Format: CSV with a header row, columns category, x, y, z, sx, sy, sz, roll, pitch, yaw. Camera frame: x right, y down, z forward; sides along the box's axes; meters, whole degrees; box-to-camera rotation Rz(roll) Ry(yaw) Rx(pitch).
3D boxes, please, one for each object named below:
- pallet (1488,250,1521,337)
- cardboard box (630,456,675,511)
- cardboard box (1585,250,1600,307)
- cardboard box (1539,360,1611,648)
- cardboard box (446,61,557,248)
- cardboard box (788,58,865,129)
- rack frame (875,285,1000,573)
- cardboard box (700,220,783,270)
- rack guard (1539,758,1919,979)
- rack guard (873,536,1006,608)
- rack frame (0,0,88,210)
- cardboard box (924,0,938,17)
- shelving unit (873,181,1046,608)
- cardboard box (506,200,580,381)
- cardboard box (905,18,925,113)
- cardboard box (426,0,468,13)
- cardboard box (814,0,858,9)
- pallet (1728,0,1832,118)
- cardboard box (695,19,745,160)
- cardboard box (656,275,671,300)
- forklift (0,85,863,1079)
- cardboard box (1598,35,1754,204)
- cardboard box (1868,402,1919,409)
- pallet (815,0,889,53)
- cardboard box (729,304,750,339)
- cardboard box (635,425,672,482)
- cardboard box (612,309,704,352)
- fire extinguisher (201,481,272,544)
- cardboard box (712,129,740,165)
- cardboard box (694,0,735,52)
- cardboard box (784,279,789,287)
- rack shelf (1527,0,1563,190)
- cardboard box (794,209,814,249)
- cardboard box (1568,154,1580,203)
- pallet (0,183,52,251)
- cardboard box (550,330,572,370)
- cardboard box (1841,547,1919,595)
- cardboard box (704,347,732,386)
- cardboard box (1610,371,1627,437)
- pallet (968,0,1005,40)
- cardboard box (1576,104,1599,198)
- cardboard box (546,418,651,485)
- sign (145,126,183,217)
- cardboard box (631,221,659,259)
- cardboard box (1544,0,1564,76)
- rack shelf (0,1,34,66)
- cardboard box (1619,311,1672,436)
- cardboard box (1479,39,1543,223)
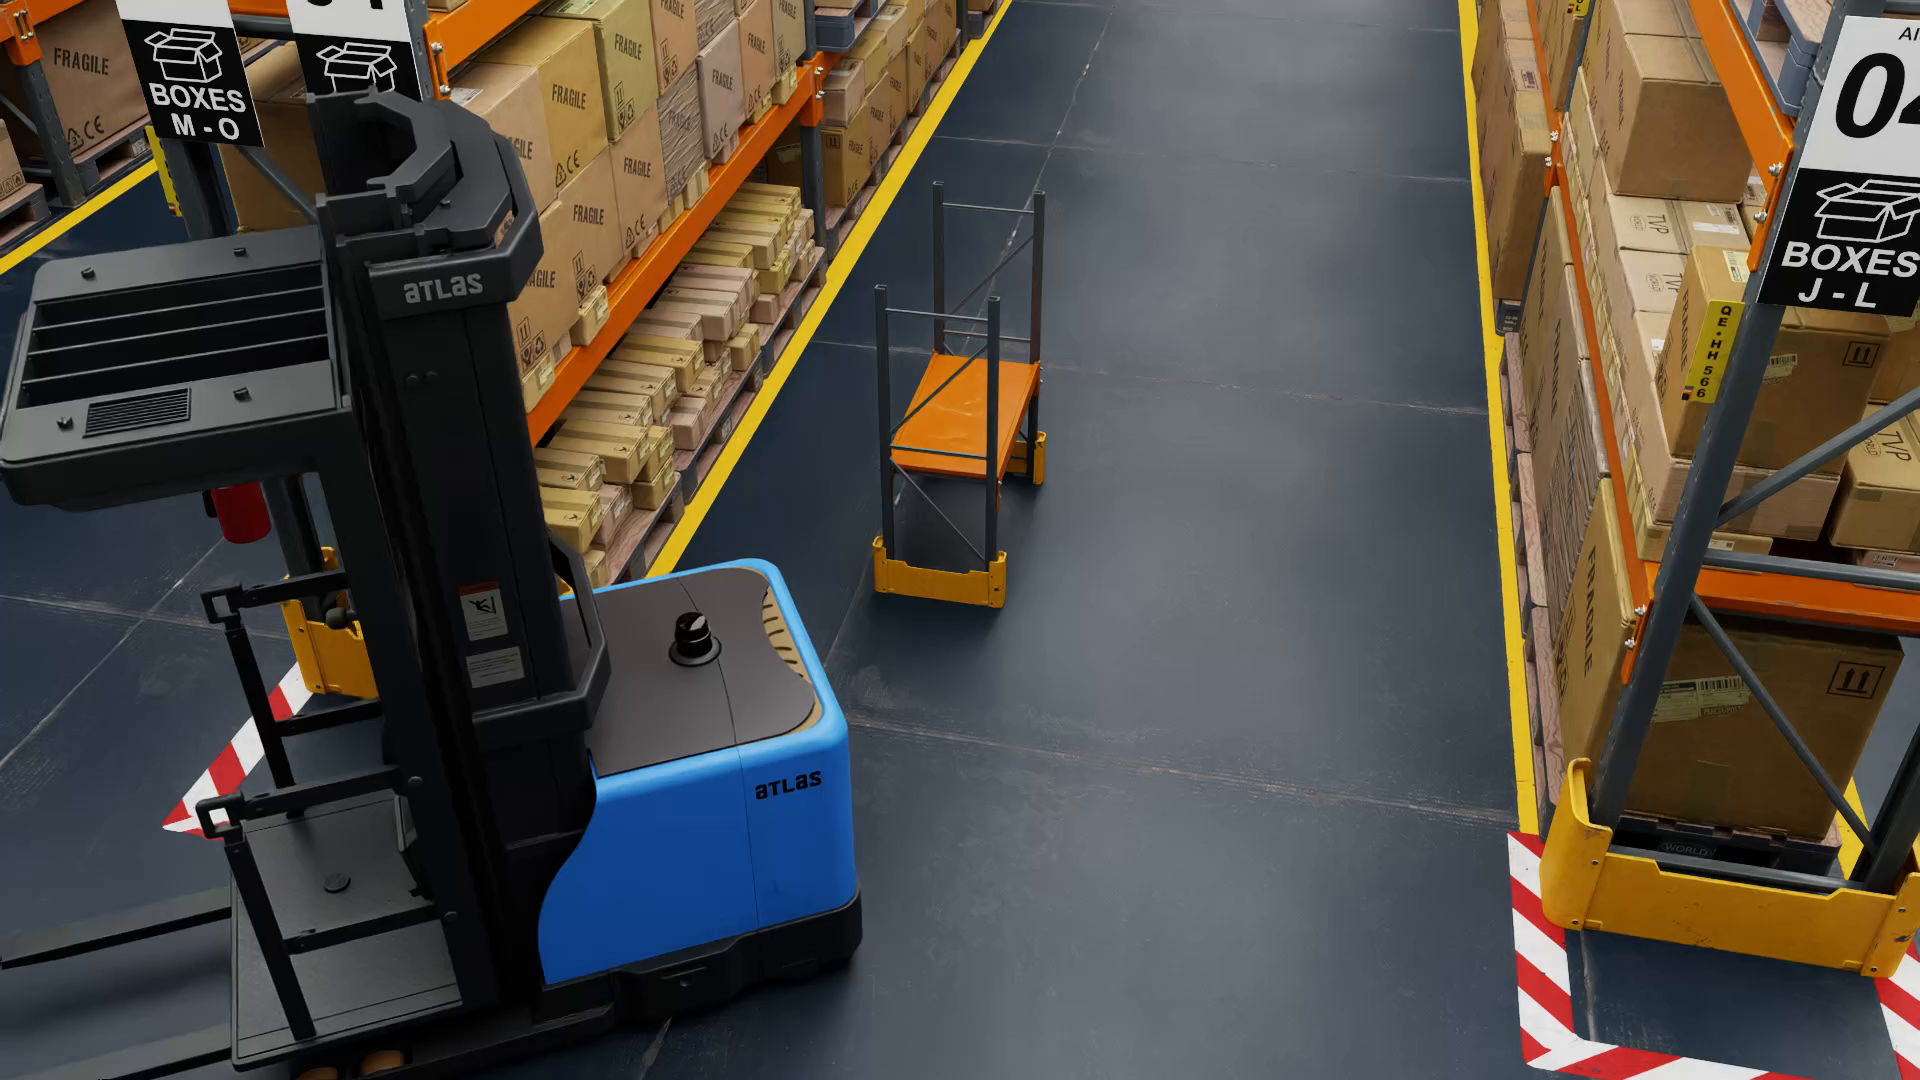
category,x,y,z,sx,sy,sz,roll,pitch,yaw
pallet,3.622,-1.510,9.653,1.003,0.211,1.213,7,37,10
cardboard box,-1.539,-0.286,7.660,0.380,0.149,0.250,8,37,11
cardboard box,2.811,-1.064,6.875,0.380,0.149,0.250,6,36,9
cardboard box,2.929,-0.102,6.788,0.875,0.875,0.875,7,37,10
cardboard box,-1.792,-1.363,5.884,0.500,0.500,0.500,7,37,10
cardboard box,-0.877,-2.719,10.078,0.500,0.250,0.500,6,36,8
rack frame,-0.090,-0.365,6.975,0.500,1.500,0.032,7,37,10
cardboard box,-1.177,-1.592,8.955,0.380,0.149,0.250,7,37,10
rack guard,2.671,1.132,5.762,1.175,0.500,0.348,7,37,10
rack guard,-0.090,0.141,7.343,0.587,0.250,0.087,7,37,10
rack frame,-6.150,-3.429,9.925,1.000,3.000,0.127,7,37,10
cardboard box,-0.426,-3.906,11.716,0.500,0.250,0.500,8,37,11
shelving unit,0.016,-0.651,7.370,0.587,1.500,1.083,7,37,10
cardboard box,-1.782,-0.957,6.176,0.500,0.500,0.500,9,37,12
cardboard box,-0.535,-3.305,11.527,0.500,0.500,0.500,6,36,8
cardboard box,-1.802,-1.953,5.460,0.500,0.250,0.500,9,37,12
cardboard box,-0.760,-3.103,9.332,0.380,0.149,0.250,6,36,8
pallet,2.825,-1.499,4.782,1.003,0.211,1.213,7,37,10
cardboard box,-1.340,-2.132,7.797,0.500,0.500,0.500,7,37,10
cardboard box,-1.727,-1.380,8.916,0.380,0.149,0.250,6,36,8
forklift,-1.910,0.284,4.861,3.031,2.935,1.130,-12,38,-16
cardboard box,2.960,-1.728,6.813,0.500,0.500,0.500,6,36,8
cardboard box,3.147,-0.494,5.749,0.500,0.250,0.500,7,37,9
pallet,-0.988,-3.209,9.785,1.003,0.211,1.213,7,37,10
cardboard box,-1.320,-1.190,8.654,0.380,0.149,0.250,8,37,11
cardboard box,-1.544,-0.413,7.581,0.380,0.149,0.250,8,37,11
cardboard box,-1.482,-1.001,8.140,0.380,0.149,0.250,7,37,10
fire extinguisher,-2.652,-0.305,5.998,0.296,0.674,0.183,7,37,10
cardboard box,-1.297,-1.961,8.113,0.380,0.149,0.250,6,36,8
cardboard box,-1.358,-2.540,7.508,0.500,0.500,0.500,8,37,11
cardboard box,-1.181,-1.476,9.302,0.380,0.149,0.250,8,37,11
rack shelf,3.958,-3.042,10.005,1.077,0.370,4.000,7,37,10
cardboard box,-1.050,-1.782,9.471,0.380,0.149,0.250,8,37,11
cardboard box,3.031,-1.656,7.692,0.380,0.149,0.250,8,37,11
pallet,-6.389,-1.874,10.156,1.003,0.211,1.213,7,37,10
cardboard box,-1.744,-0.768,6.467,0.380,0.149,0.250,9,37,12
cardboard box,3.075,0.046,5.345,0.380,0.149,0.250,8,37,10
cardboard box,-1.386,-0.880,8.480,0.380,0.149,0.250,8,37,11
cardboard box,2.594,-0.474,6.062,0.380,0.149,0.250,8,37,11
pallet,-0.197,-4.473,13.742,1.003,0.211,1.213,7,37,10
cardboard box,3.064,-1.726,7.449,0.500,0.250,0.500,7,37,10
cardboard box,-1.583,-0.389,7.296,0.380,0.149,0.250,7,37,10
sign,-2.685,-1.251,5.665,0.100,0.325,0.005,7,37,10
cardboard box,-1.551,-1.371,7.300,0.380,0.149,0.250,7,36,9
cardboard box,3.476,-2.813,8.990,0.500,0.500,0.500,8,37,11
rack shelf,-6.578,-1.991,8.555,1.077,0.370,4.000,7,37,10
cardboard box,2.630,-0.555,5.835,0.500,0.250,0.500,7,36,9
cardboard box,3.838,-2.379,9.928,1.225,0.875,0.875,6,36,8
